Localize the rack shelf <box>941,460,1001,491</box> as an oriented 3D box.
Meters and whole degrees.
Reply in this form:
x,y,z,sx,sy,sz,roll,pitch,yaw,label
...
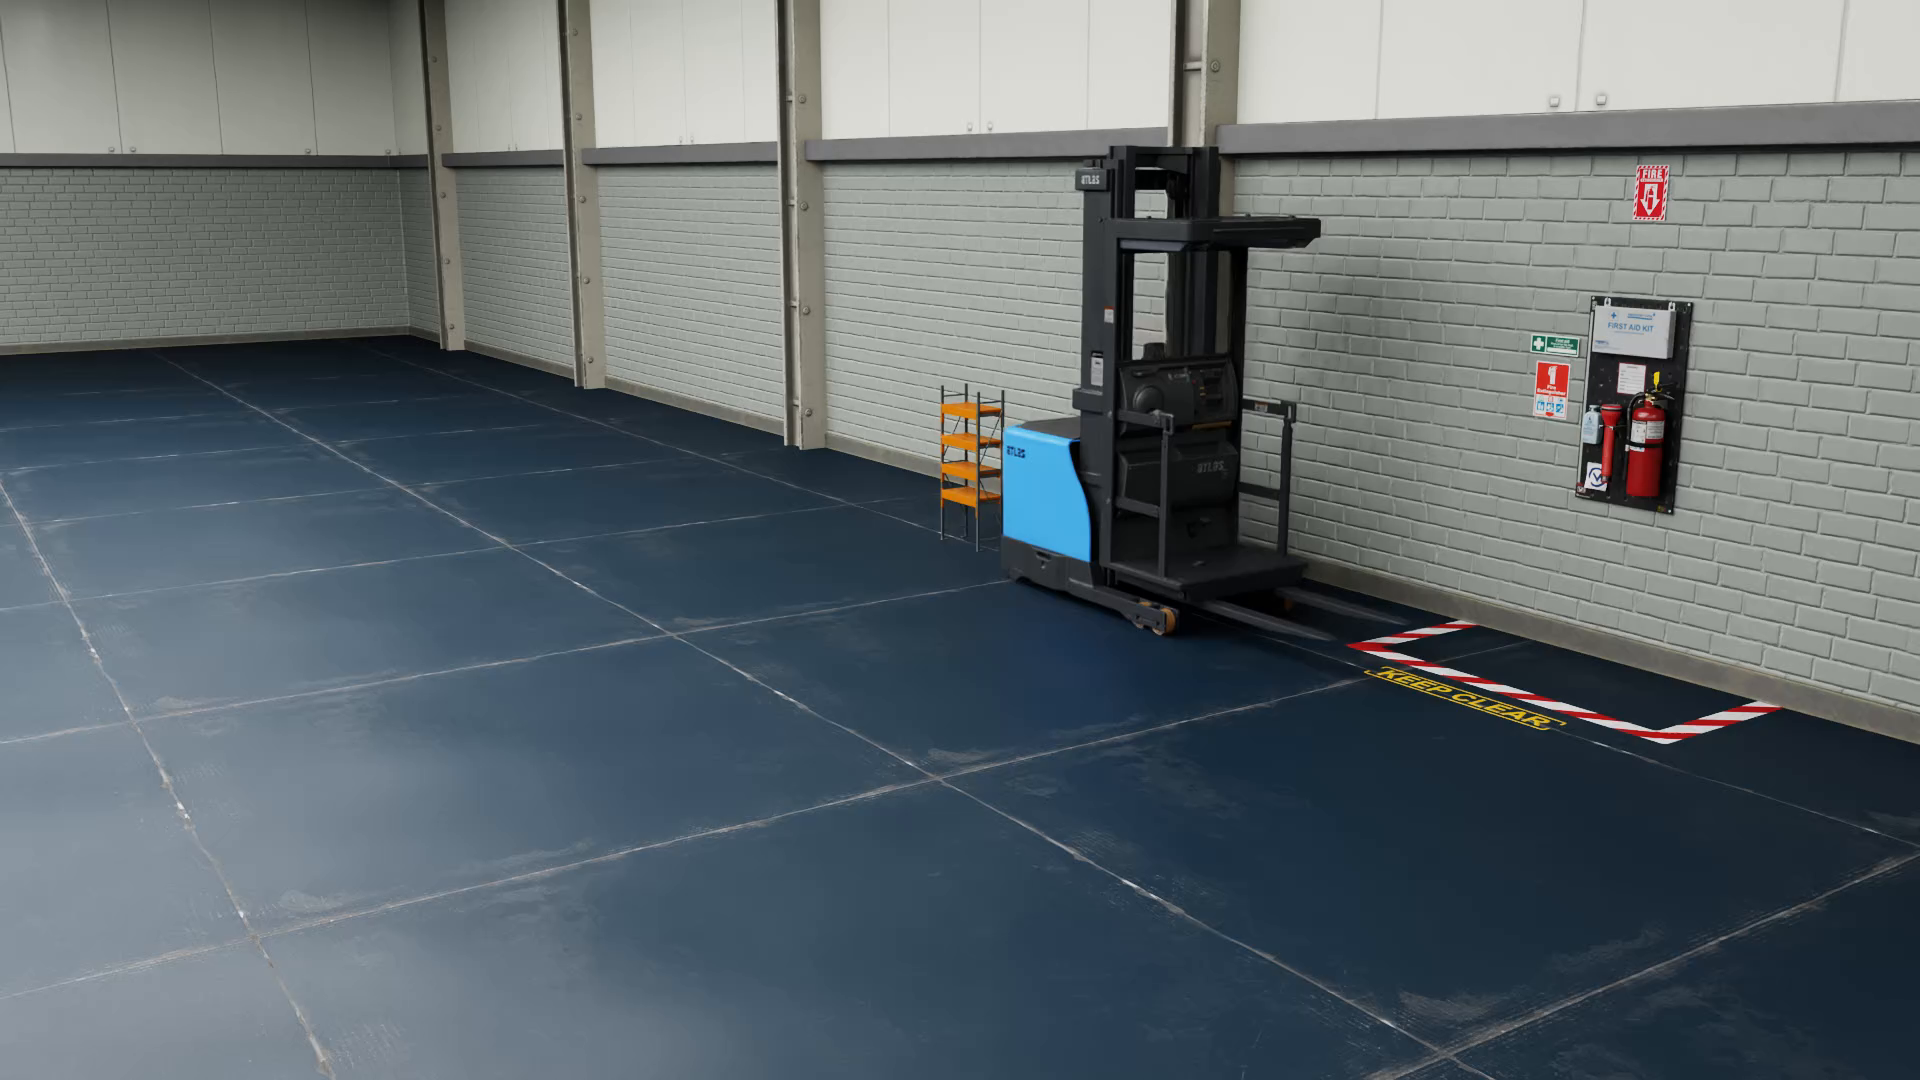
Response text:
x,y,z,sx,sy,sz,roll,pitch,yaw,label
0.092,-0.491,12.613,0.258,0.148,0.480,-8,15,-33,rack shelf

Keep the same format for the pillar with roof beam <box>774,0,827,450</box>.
x,y,z,sx,sy,sz,roll,pitch,yaw,label
-5.190,-4.867,14.053,9.100,9.000,0.400,-8,15,-33,pillar with roof beam

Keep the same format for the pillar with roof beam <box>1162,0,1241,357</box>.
x,y,z,sx,sy,sz,roll,pitch,yaw,label
-1.866,-3.800,9.174,9.100,9.000,0.400,-8,15,-33,pillar with roof beam

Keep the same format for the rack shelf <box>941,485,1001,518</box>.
x,y,z,sx,sy,sz,roll,pitch,yaw,label
0.092,-0.297,12.656,0.258,0.148,0.480,-8,15,-33,rack shelf

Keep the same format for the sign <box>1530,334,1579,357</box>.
x,y,z,sx,sy,sz,roll,pitch,yaw,label
3.480,-1.141,9.732,0.001,0.109,0.331,-8,15,-33,sign

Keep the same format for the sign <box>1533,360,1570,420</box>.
x,y,z,sx,sy,sz,roll,pitch,yaw,label
3.485,-0.884,9.797,0.001,0.329,0.234,-8,15,-33,sign

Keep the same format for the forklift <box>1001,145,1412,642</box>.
x,y,z,sx,sy,sz,roll,pitch,yaw,label
1.511,-0.963,10.405,1.130,2.935,3.031,-8,15,-32,forklift

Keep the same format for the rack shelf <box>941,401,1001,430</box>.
x,y,z,sx,sy,sz,roll,pitch,yaw,label
0.092,-0.941,12.515,0.258,0.148,0.480,-8,15,-33,rack shelf

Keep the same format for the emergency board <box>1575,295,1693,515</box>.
x,y,z,sx,sy,sz,roll,pitch,yaw,label
3.705,-0.756,9.295,0.194,1.169,0.643,-8,15,-33,emergency board

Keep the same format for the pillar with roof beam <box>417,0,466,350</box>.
x,y,z,sx,sy,sz,roll,pitch,yaw,label
-11.838,-7.001,23.812,9.100,9.000,0.400,-8,15,-33,pillar with roof beam

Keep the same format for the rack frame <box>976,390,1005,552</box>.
x,y,z,sx,sy,sz,roll,pitch,yaw,label
0.227,-0.513,12.401,0.240,1.200,0.015,-8,15,-33,rack frame

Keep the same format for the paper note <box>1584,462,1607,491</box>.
x,y,z,sx,sy,sz,roll,pitch,yaw,label
3.664,-0.365,9.571,0.016,0.148,0.142,-8,15,-33,paper note

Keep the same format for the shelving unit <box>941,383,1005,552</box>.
x,y,z,sx,sy,sz,roll,pitch,yaw,label
0.092,-0.557,12.599,0.258,1.200,0.503,-8,15,-33,shelving unit

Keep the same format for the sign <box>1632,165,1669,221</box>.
x,y,z,sx,sy,sz,roll,pitch,yaw,label
3.784,-1.901,9.108,0.001,0.298,0.199,-8,15,-33,sign

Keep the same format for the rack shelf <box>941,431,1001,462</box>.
x,y,z,sx,sy,sz,roll,pitch,yaw,label
0.092,-0.710,12.566,0.258,0.148,0.480,-8,15,-33,rack shelf

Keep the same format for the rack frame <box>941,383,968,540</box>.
x,y,z,sx,sy,sz,roll,pitch,yaw,label
-0.043,-0.600,12.797,0.240,1.200,0.015,-8,15,-33,rack frame

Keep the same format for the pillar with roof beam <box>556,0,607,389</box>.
x,y,z,sx,sy,sz,roll,pitch,yaw,label
-8.514,-5.934,18.933,9.100,9.000,0.400,-8,15,-33,pillar with roof beam
